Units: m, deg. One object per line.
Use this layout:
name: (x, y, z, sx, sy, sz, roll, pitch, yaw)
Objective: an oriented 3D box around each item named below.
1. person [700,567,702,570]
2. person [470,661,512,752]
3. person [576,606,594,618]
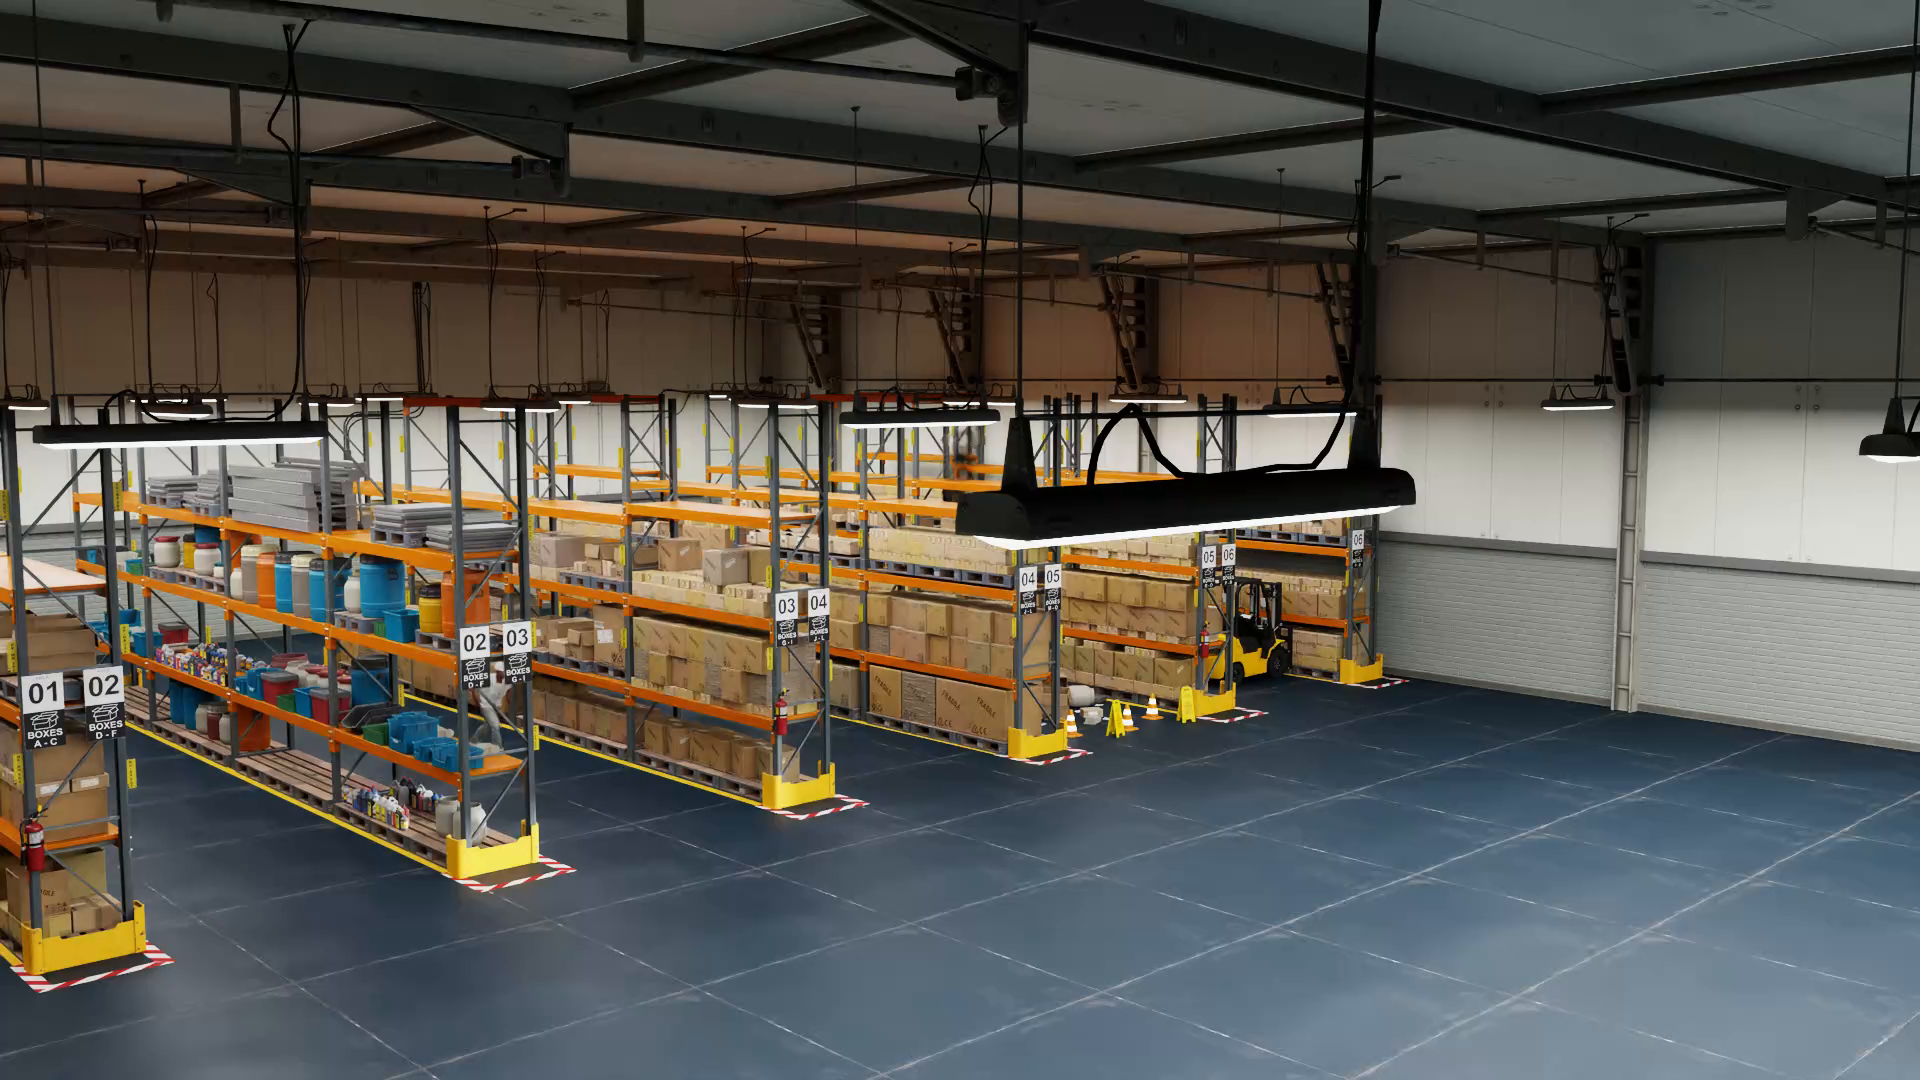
person: (-6.701, 1.221, 43.934, 0.660, 1.734, 0.595, 4, 7, 38)
person: (-7.879, 2.833, 27.807, 1.059, 1.715, 0.746, 5, 7, 40)
person: (-9.288, 1.513, 41.241, 1.008, 1.684, 0.759, 1, 6, 12)
